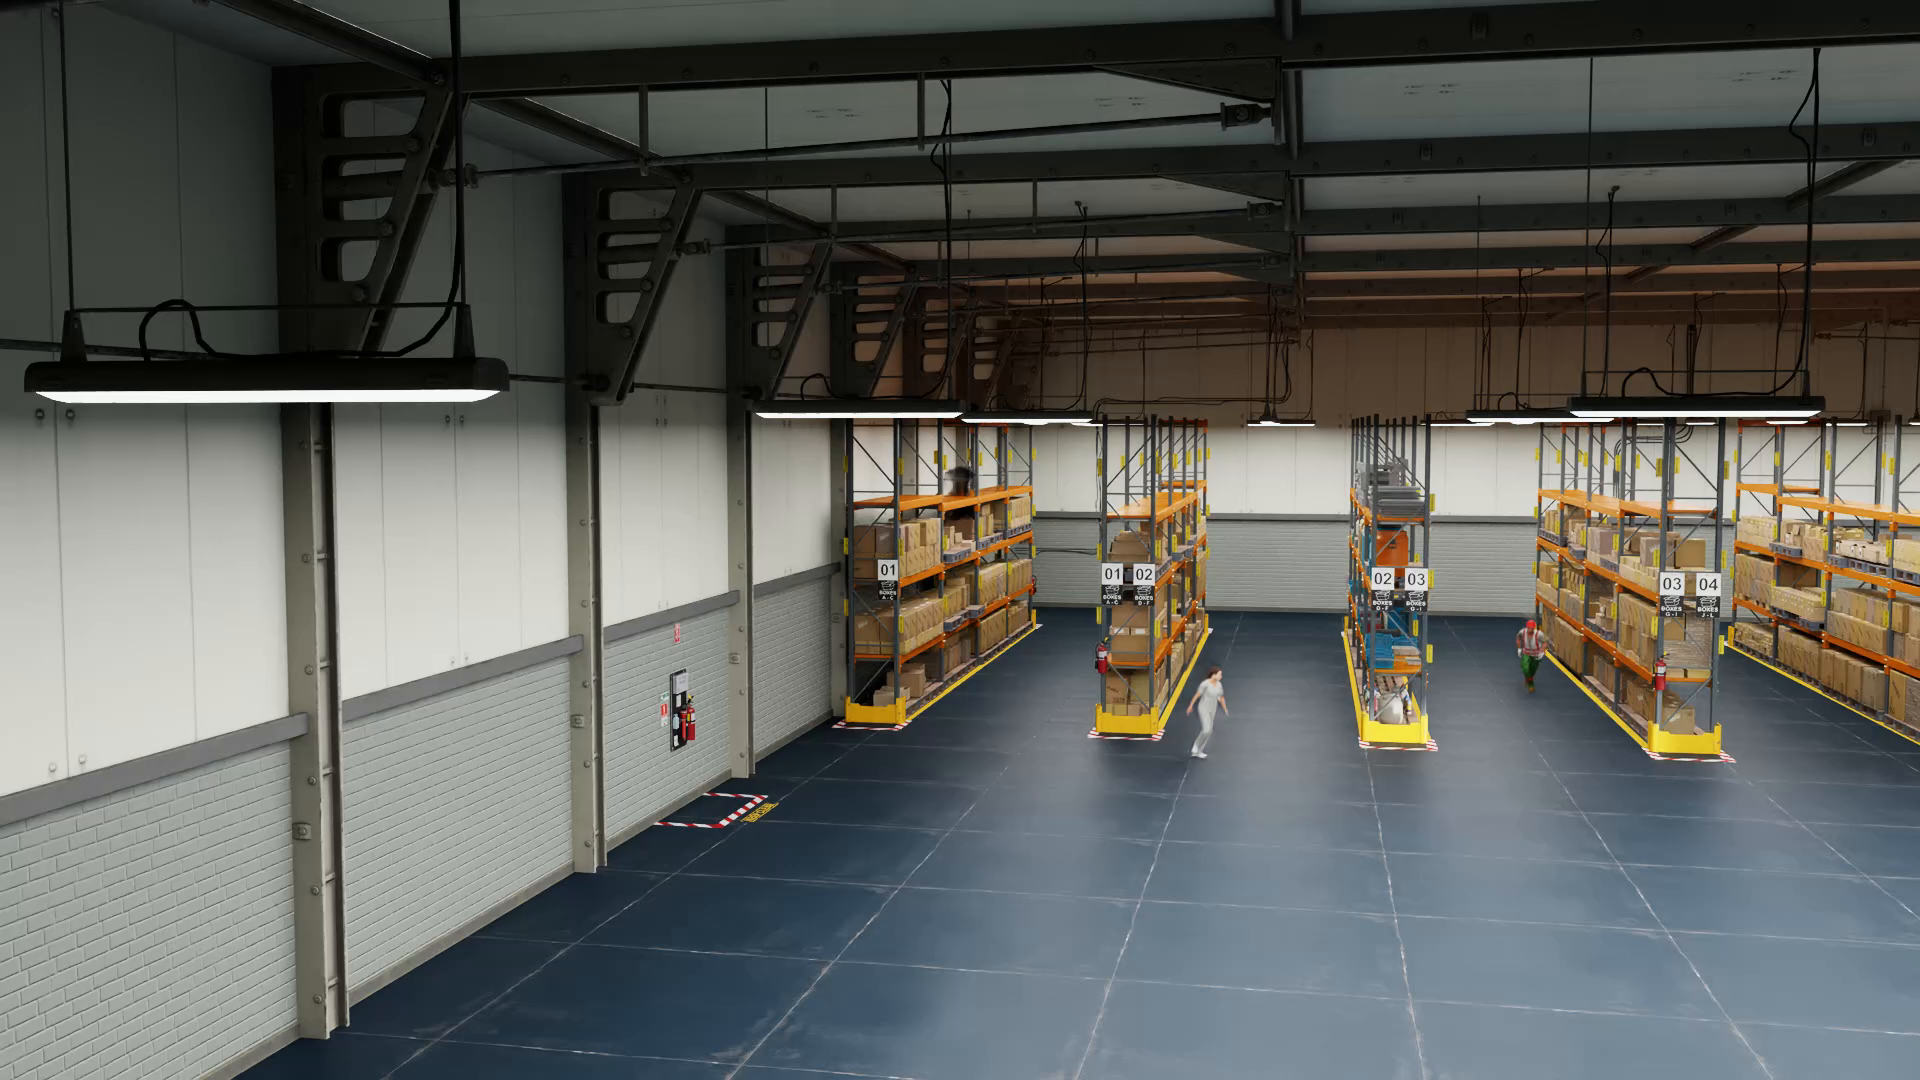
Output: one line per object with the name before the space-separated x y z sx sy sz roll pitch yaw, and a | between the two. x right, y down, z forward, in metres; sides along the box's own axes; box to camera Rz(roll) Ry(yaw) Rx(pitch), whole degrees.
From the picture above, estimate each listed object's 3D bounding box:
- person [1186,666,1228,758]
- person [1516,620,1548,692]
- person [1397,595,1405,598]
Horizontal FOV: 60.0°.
person | 4.308 2.985 28.906 0.582 1.628 0.583 -2 5 -33
person | 12.495 2.510 36.331 0.657 1.600 1.075 2 4 22
person | 12.825 1.693 48.634 1.133 1.594 0.701 3 5 42
